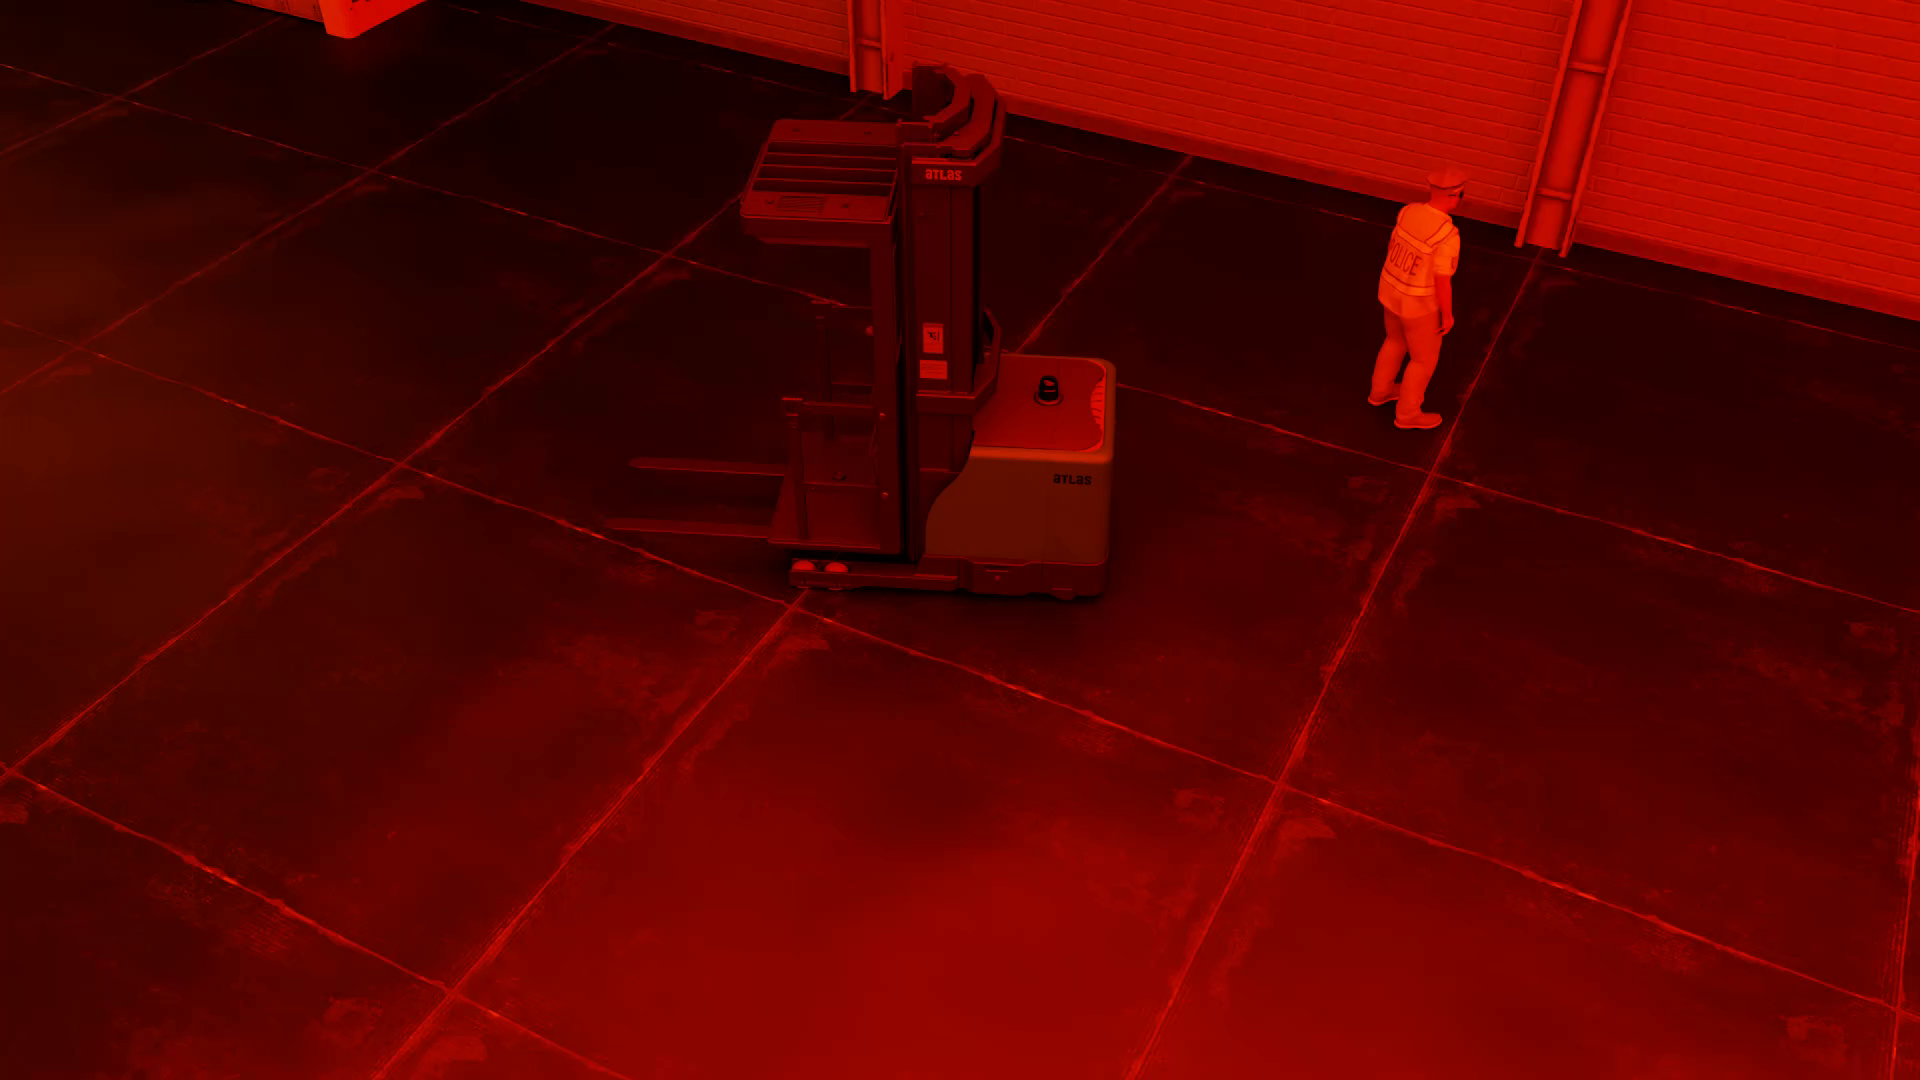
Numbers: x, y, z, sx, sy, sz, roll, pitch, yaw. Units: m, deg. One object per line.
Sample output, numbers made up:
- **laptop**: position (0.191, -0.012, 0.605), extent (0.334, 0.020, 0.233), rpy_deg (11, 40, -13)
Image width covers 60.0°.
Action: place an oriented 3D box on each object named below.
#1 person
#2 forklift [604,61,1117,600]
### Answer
- **person**: position (2.944, -1.556, 10.751), extent (0.432, 1.748, 0.597), rpy_deg (-17, 43, -19)
- **forklift**: position (-0.606, -1.157, 9.360), extent (3.031, 2.935, 1.130), rpy_deg (3, 40, 4)
